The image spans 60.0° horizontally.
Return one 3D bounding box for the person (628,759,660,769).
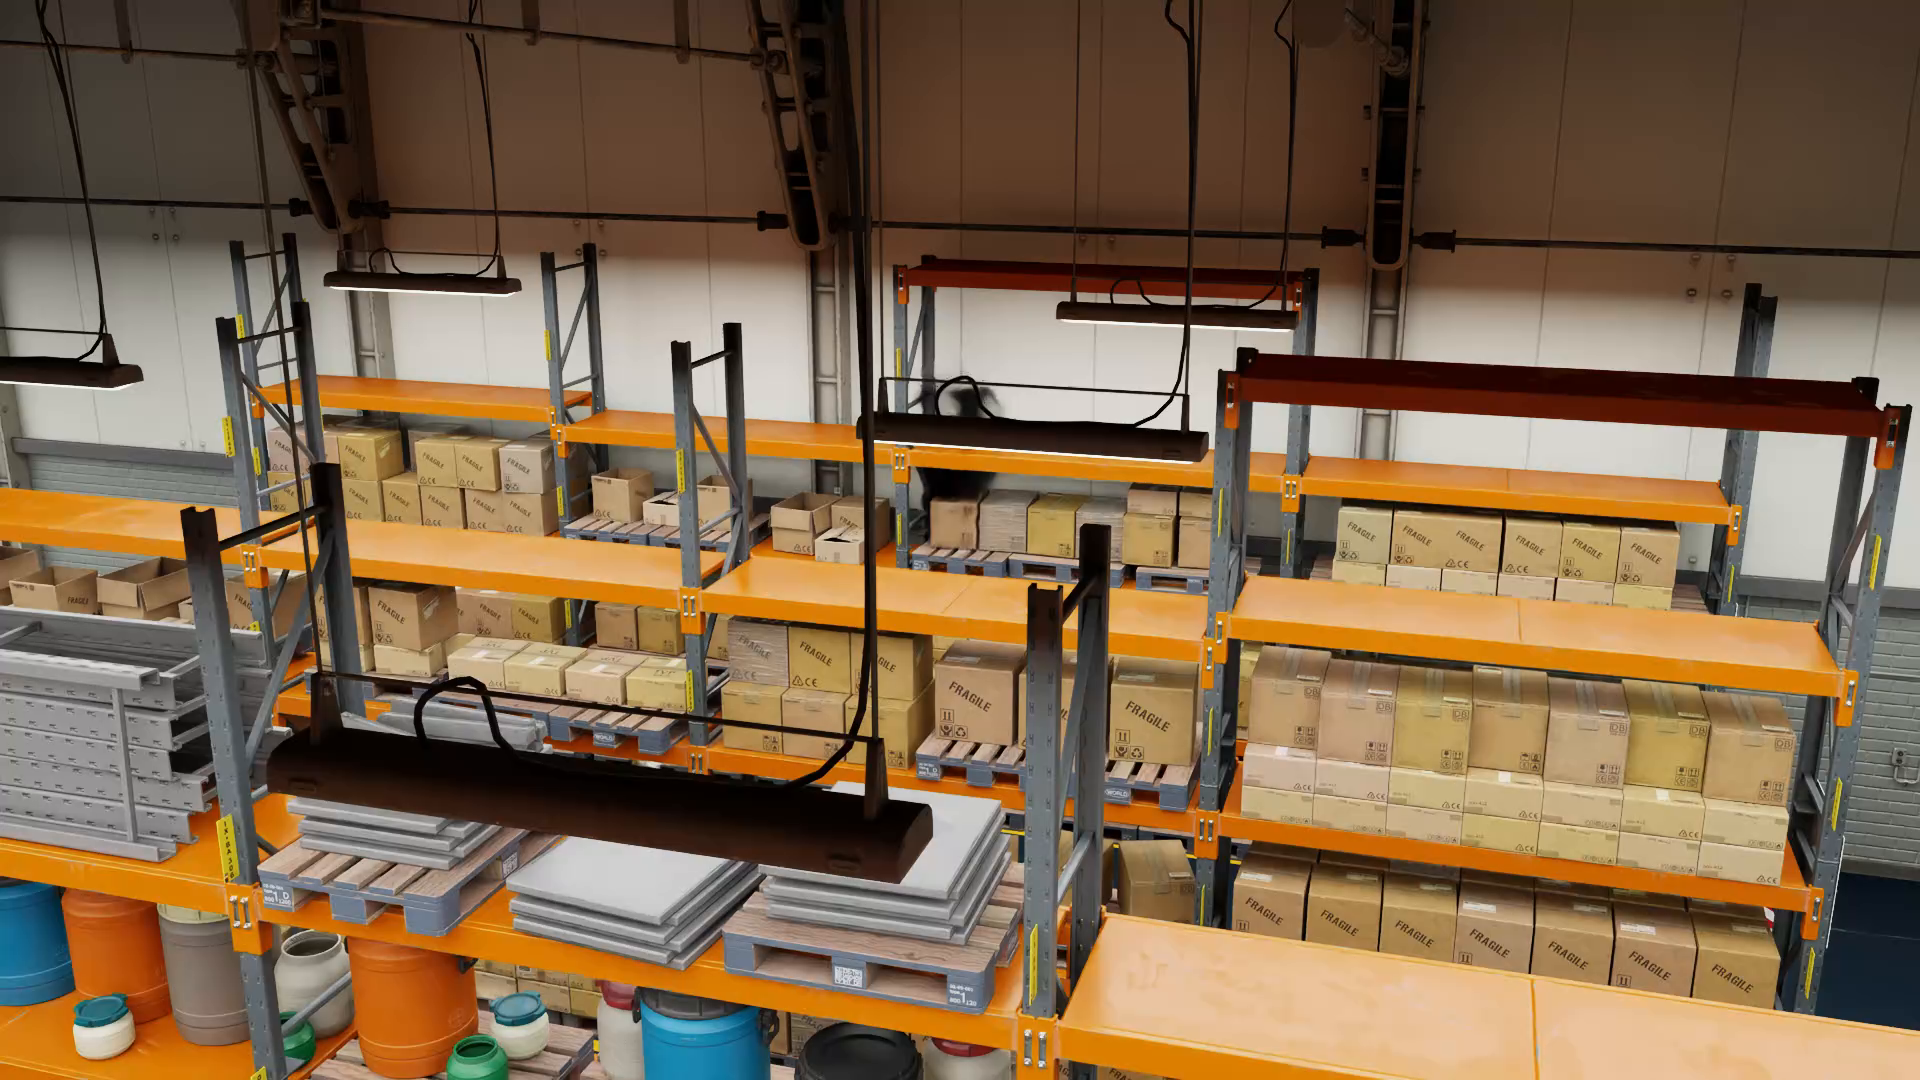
[{"bbox_3d":[-3.145,2.618,16.680,0.718,1.750,0.584,4,17,13],"label":"person"}]
